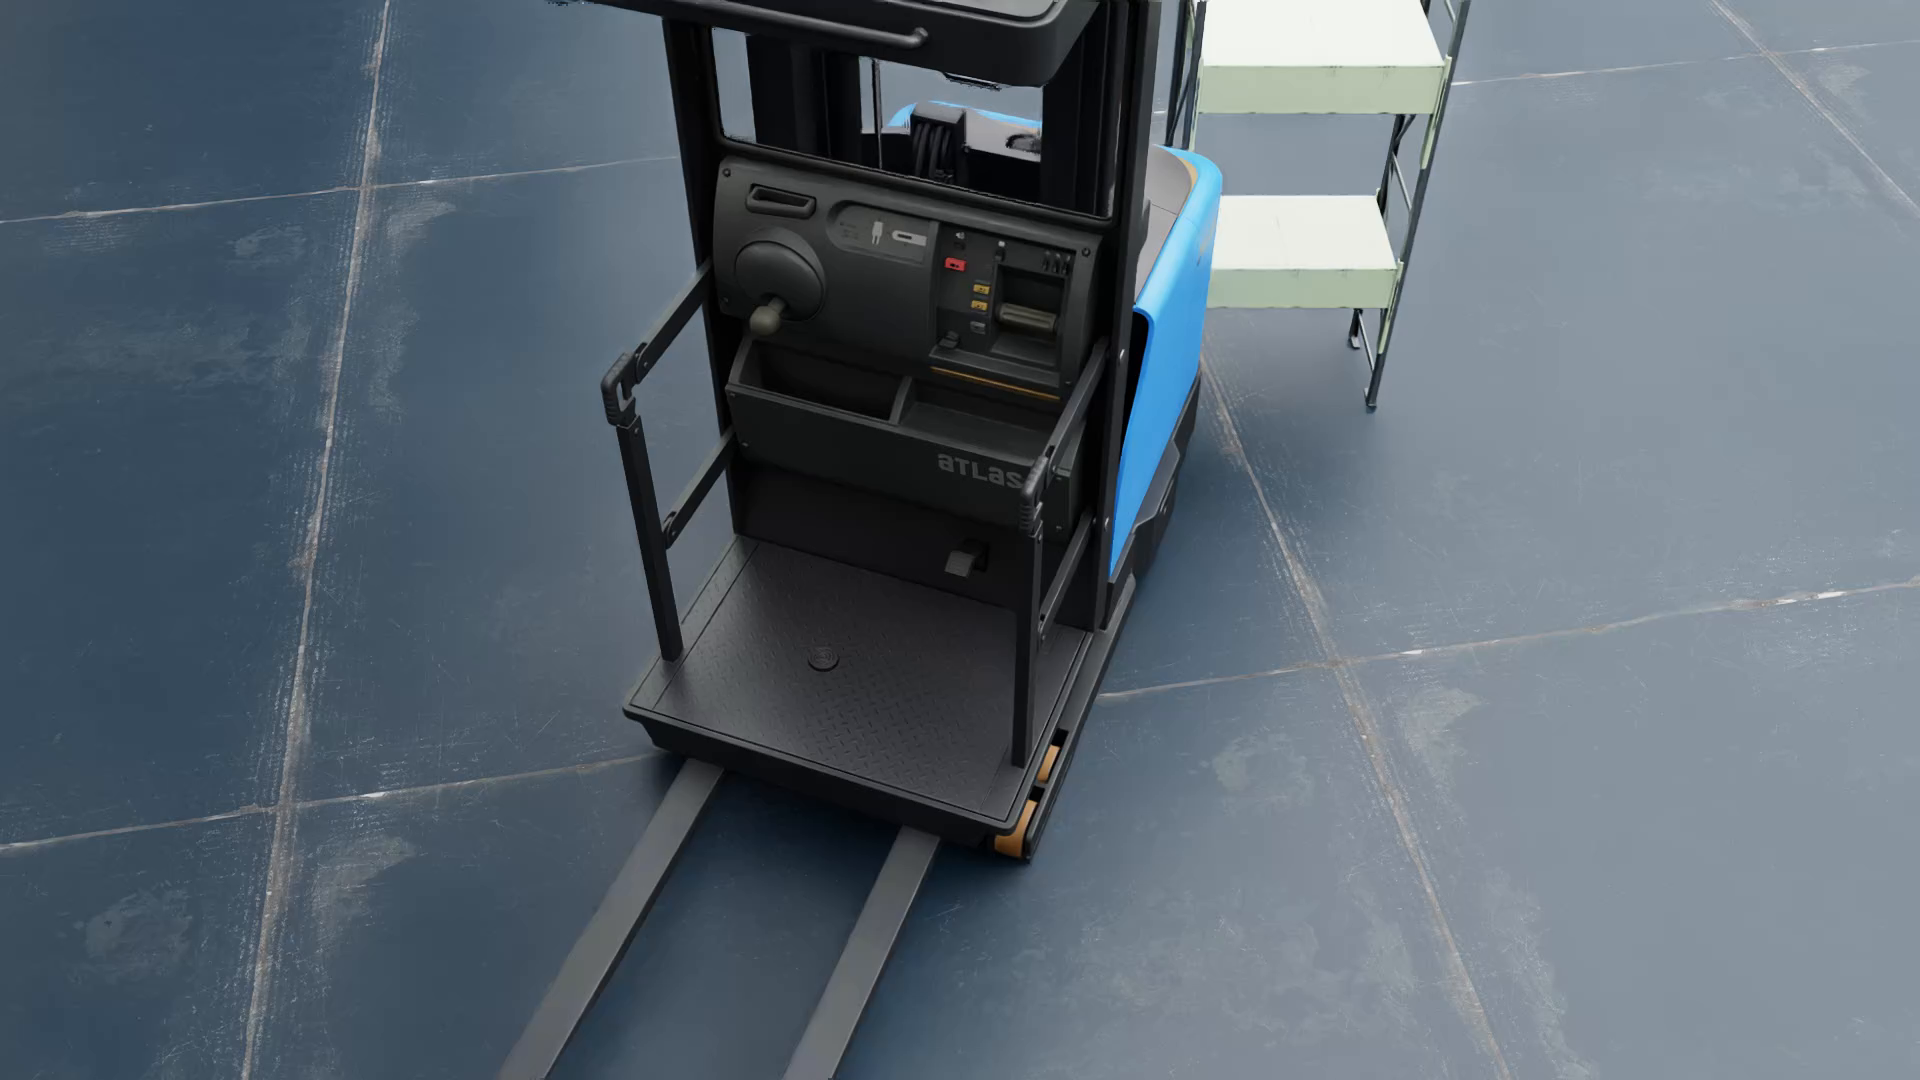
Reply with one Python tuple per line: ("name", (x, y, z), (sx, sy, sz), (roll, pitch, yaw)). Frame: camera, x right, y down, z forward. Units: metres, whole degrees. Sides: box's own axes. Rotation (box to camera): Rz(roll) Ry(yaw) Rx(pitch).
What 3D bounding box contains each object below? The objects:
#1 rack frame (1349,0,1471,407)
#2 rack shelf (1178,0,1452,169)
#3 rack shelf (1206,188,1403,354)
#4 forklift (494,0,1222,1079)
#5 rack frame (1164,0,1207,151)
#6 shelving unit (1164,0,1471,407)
("rack frame", (1.407, -1.120, 5.288), (0.023, 1.500, 0.400), (0, 46, 0))
("rack shelf", (1.041, -1.391, 5.007), (0.720, 0.370, 0.431), (0, 46, 0))
("rack shelf", (1.041, -0.894, 5.523), (0.720, 0.370, 0.431), (0, 46, 0))
("forklift", (-0.215, -0.516, 3.712), (1.130, 2.935, 3.031), (15, 48, 14))
("rack frame", (0.675, -1.120, 5.288), (0.023, 1.500, 0.400), (0, 46, 0))
("shelving unit", (1.041, -1.120, 5.288), (0.755, 1.500, 0.431), (0, 46, 0))
